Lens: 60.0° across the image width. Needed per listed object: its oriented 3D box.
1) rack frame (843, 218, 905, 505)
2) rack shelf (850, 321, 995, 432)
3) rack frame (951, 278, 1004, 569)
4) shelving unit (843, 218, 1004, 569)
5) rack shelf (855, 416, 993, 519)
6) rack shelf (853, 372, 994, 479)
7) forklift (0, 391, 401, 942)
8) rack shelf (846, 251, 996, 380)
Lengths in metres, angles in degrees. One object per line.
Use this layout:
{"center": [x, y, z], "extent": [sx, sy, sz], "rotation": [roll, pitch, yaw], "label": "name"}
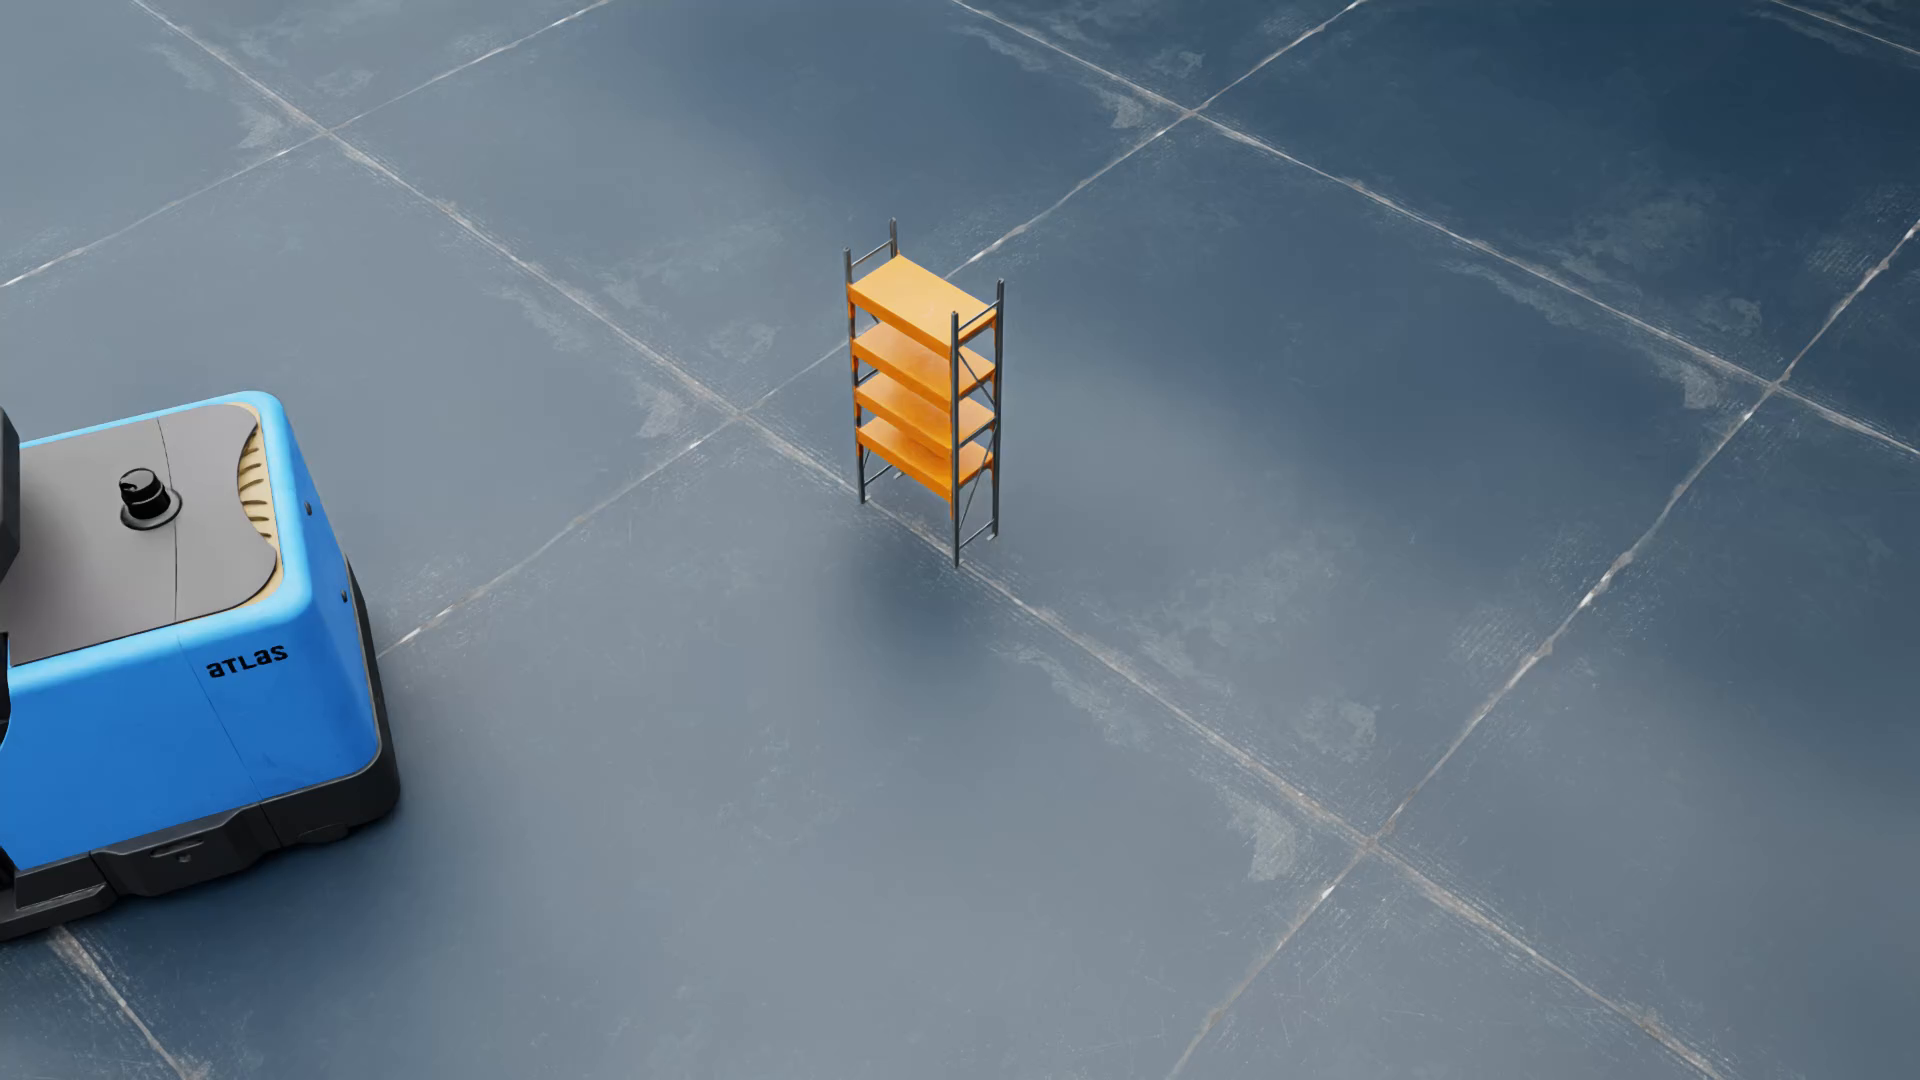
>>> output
{"center": [-0.301, -0.613, 6.003], "extent": [0.015, 1.200, 0.240], "rotation": [34, 55, 28], "label": "rack frame"}
{"center": [-0.122, -0.600, 5.775], "extent": [0.480, 0.148, 0.258], "rotation": [34, 55, 28], "label": "rack shelf"}
{"center": [0.058, -0.372, 5.776], "extent": [0.015, 1.200, 0.240], "rotation": [34, 55, 28], "label": "rack frame"}
{"center": [-0.122, -0.493, 5.889], "extent": [0.503, 1.200, 0.258], "rotation": [34, 55, 28], "label": "shelving unit"}
{"center": [-0.122, -0.311, 6.083], "extent": [0.480, 0.148, 0.258], "rotation": [34, 55, 28], "label": "rack shelf"}
{"center": [-0.122, -0.446, 5.938], "extent": [0.480, 0.148, 0.258], "rotation": [34, 55, 28], "label": "rack shelf"}
{"center": [-3.382, -0.040, 4.277], "extent": [3.031, 2.935, 1.130], "rotation": [-16, 49, -14], "label": "forklift"}
{"center": [-0.122, -0.762, 5.603], "extent": [0.480, 0.148, 0.258], "rotation": [34, 55, 28], "label": "rack shelf"}
